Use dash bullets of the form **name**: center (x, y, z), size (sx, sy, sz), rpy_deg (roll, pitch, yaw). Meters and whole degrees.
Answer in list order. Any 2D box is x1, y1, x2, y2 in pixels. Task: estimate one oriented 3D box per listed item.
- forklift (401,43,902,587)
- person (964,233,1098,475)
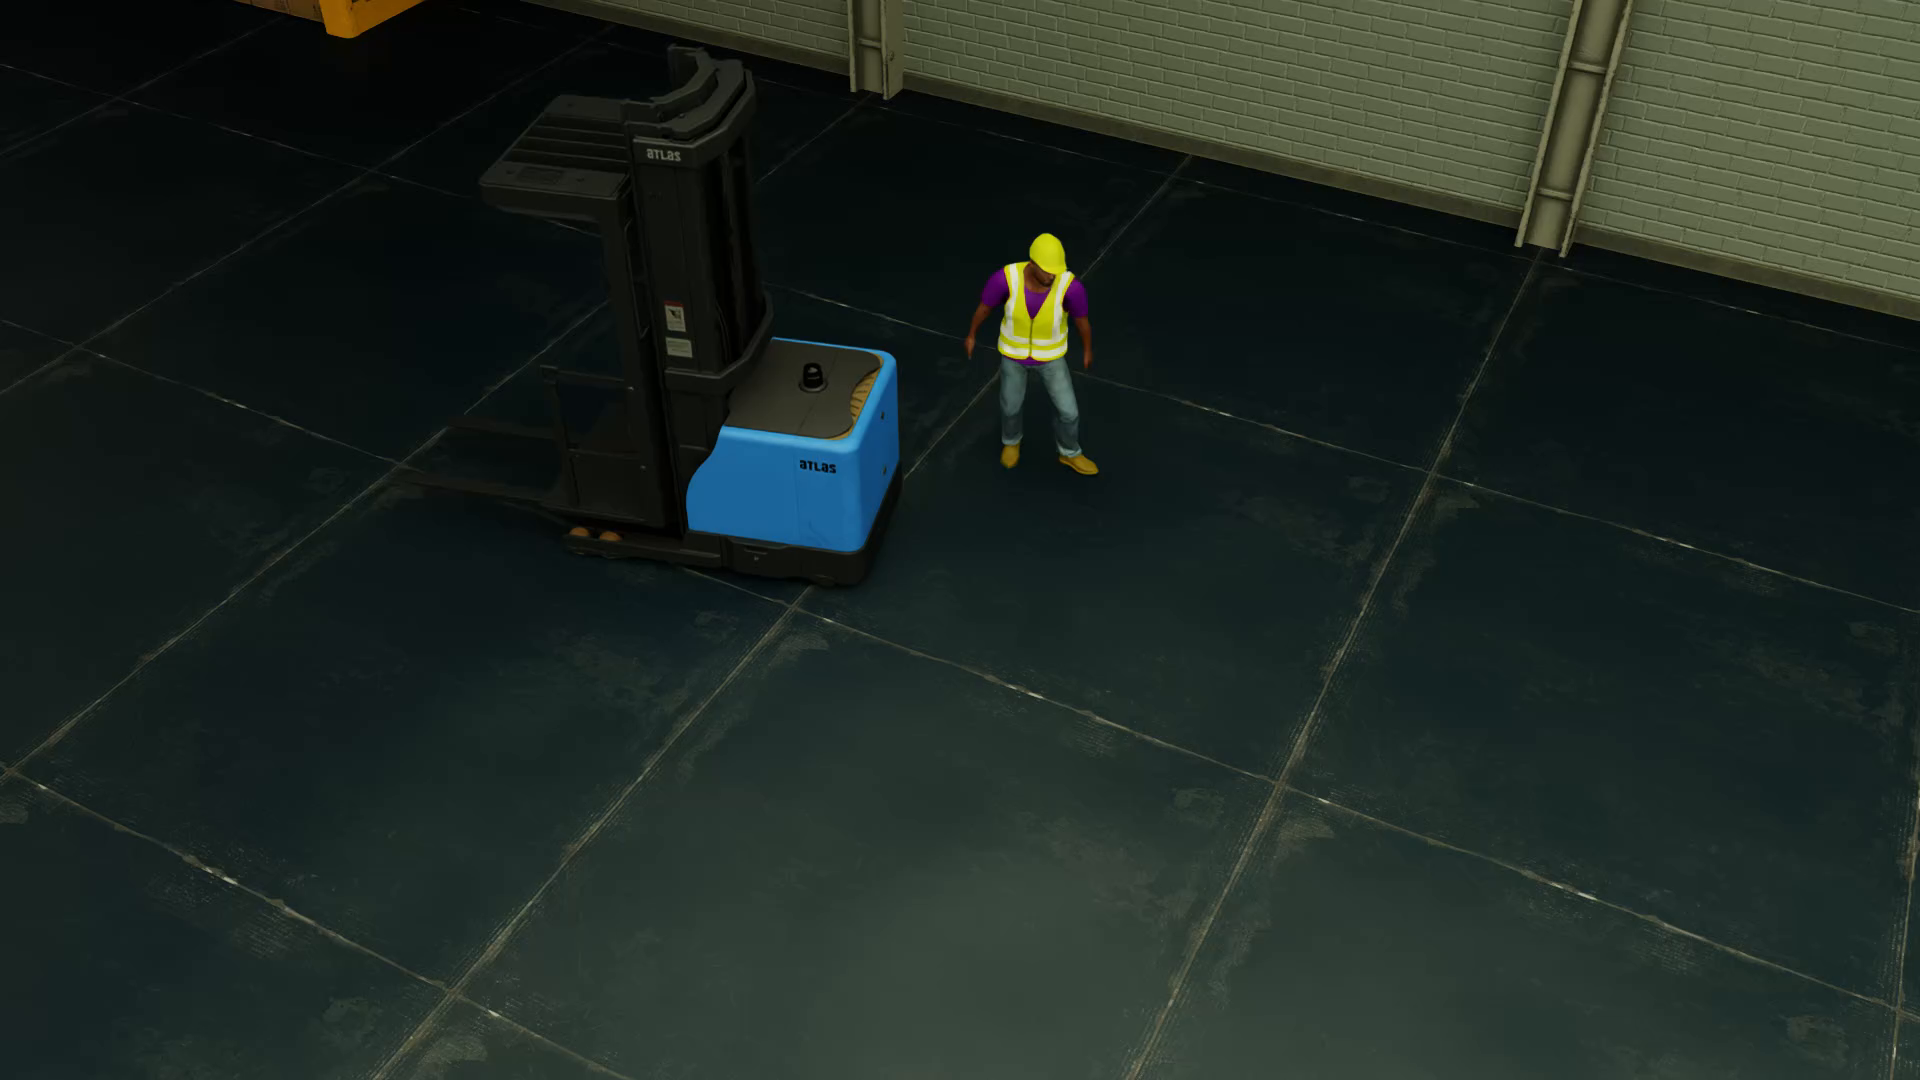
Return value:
- **forklift**: center (-1.937, -1.330, 9.566), size (3.031, 2.935, 1.130), rpy_deg (8, 41, 10)
- **person**: center (0.459, -1.157, 10.318), size (0.896, 1.727, 0.473), rpy_deg (4, 40, 5)
